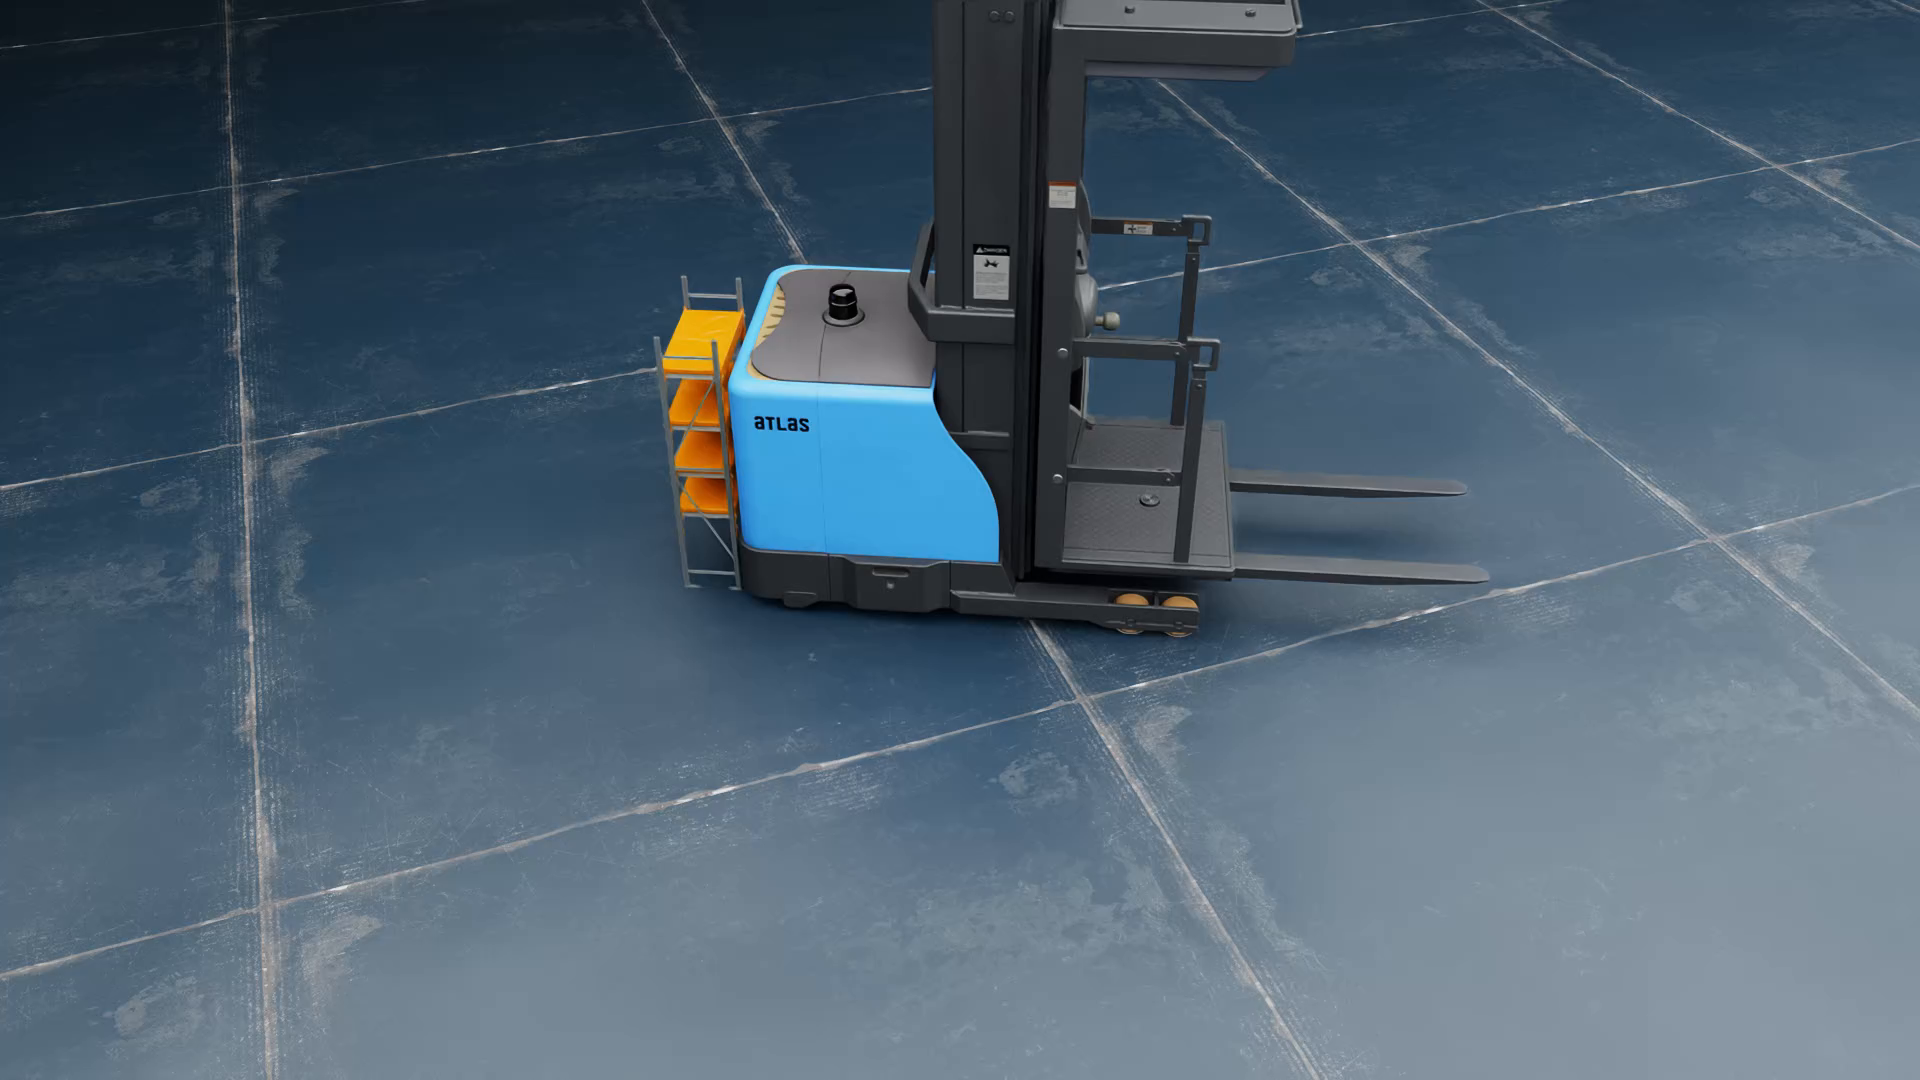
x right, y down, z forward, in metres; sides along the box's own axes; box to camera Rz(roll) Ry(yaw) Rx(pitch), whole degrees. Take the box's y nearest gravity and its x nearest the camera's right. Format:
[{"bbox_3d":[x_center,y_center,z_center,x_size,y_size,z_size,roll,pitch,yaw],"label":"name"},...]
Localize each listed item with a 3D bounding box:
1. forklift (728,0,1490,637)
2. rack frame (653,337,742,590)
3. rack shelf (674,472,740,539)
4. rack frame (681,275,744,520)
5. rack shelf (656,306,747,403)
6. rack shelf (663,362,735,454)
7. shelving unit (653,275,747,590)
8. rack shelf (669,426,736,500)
[{"bbox_3d":[0.649,-1.114,6.293,3.031,2.935,1.130,3,37,4],"label":"forklift"},{"bbox_3d":[-1.036,-0.278,6.622,0.240,1.200,0.015,3,37,4],"label":"rack frame"},{"bbox_3d":[-1.016,-0.212,6.977,0.258,0.148,0.480,3,37,4],"label":"rack shelf"},{"bbox_3d":[-0.996,-0.571,7.011,0.240,1.200,0.015,3,37,4],"label":"rack frame"},{"bbox_3d":[-1.016,-0.739,6.580,0.258,0.148,0.480,3,37,4],"label":"rack shelf"},{"bbox_3d":[-1.016,-0.550,6.723,0.258,0.148,0.480,3,37,4],"label":"rack shelf"},{"bbox_3d":[-1.016,-0.425,6.817,0.258,1.200,0.503,3,37,4],"label":"shelving unit"},{"bbox_3d":[-1.016,-0.371,6.857,0.258,0.148,0.480,3,37,4],"label":"rack shelf"}]
